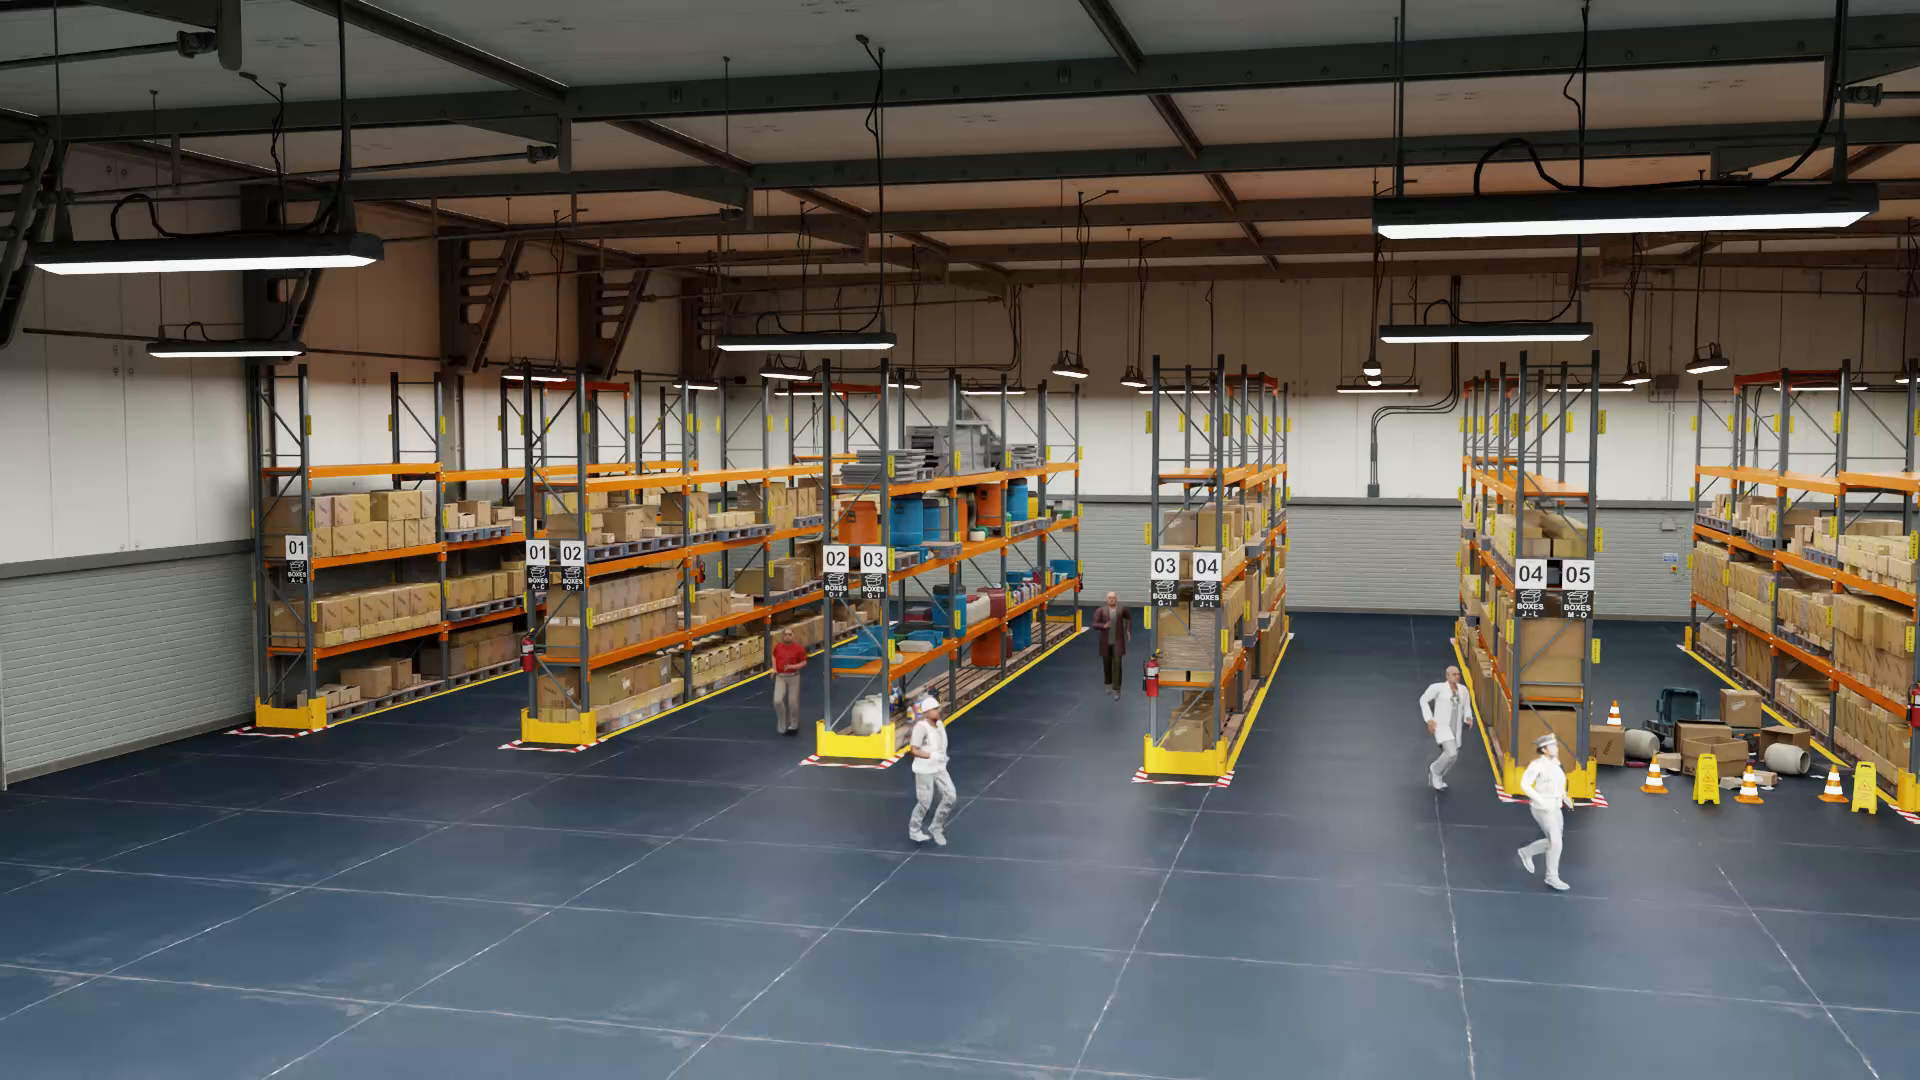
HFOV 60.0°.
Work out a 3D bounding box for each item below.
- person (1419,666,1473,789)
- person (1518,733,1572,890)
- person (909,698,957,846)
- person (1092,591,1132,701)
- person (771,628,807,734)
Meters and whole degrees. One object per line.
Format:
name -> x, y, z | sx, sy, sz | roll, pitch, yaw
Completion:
person -> 6.669, 2.565, 22.692 | 0.662, 1.708, 0.759 | -1, 4, -21
person -> 6.344, 2.921, 18.118 | 0.627, 1.681, 0.662 | -3, 5, -39
person -> -0.327, 2.768, 19.731 | 0.697, 1.803, 0.673 | 3, 5, 39
person -> 2.633, 1.816, 28.873 | 0.678, 1.848, 0.855 | 0, 4, 7
person -> -2.796, 2.291, 26.942 | 0.637, 1.720, 0.675 | 1, 4, 8
